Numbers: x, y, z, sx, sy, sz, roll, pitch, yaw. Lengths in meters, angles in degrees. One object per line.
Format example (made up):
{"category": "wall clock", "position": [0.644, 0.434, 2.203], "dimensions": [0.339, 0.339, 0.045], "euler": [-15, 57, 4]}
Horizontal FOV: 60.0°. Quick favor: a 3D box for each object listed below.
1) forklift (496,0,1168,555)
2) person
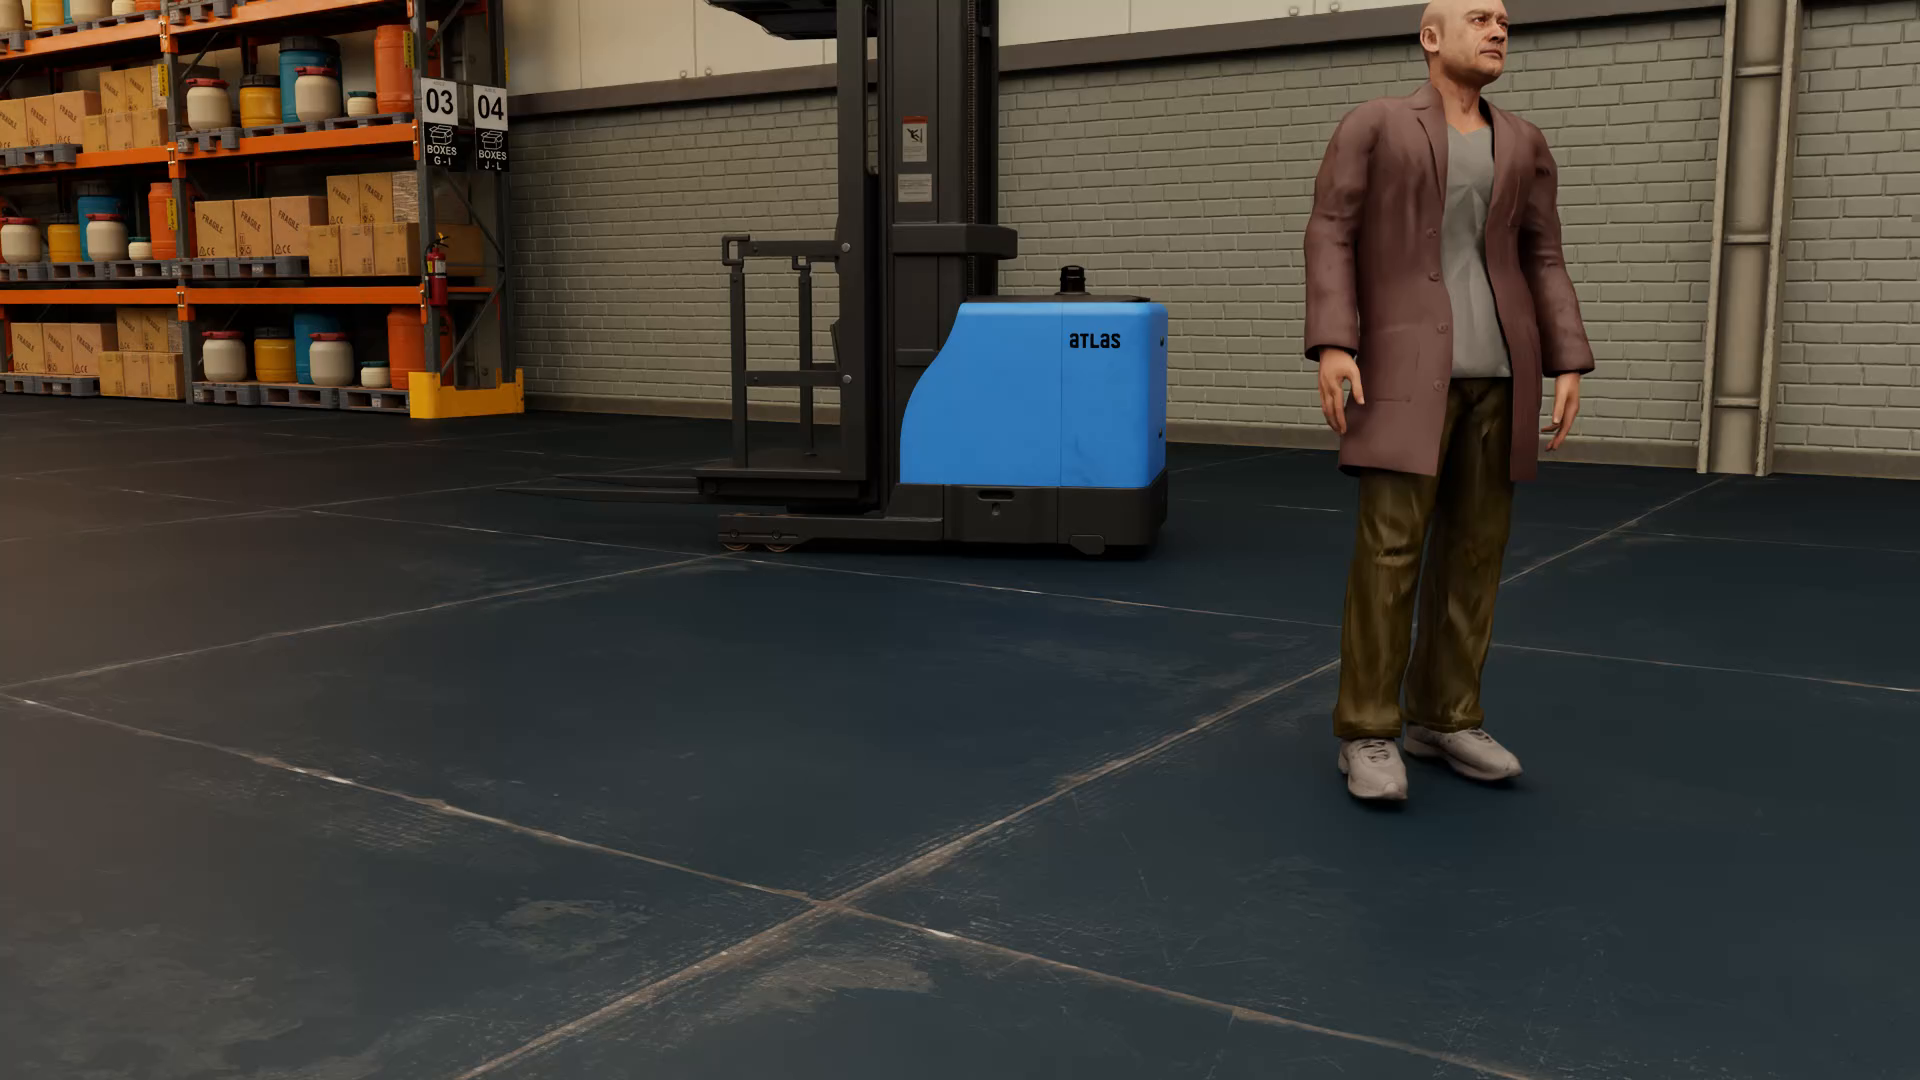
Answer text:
{"category": "forklift", "position": [-0.596, -1.469, 7.520], "dimensions": [3.031, 2.935, 1.130], "euler": [2, 8, 12]}
{"category": "person", "position": [1.128, -0.351, 3.710], "dimensions": [0.694, 1.776, 0.581], "euler": [-2, 8, -11]}
